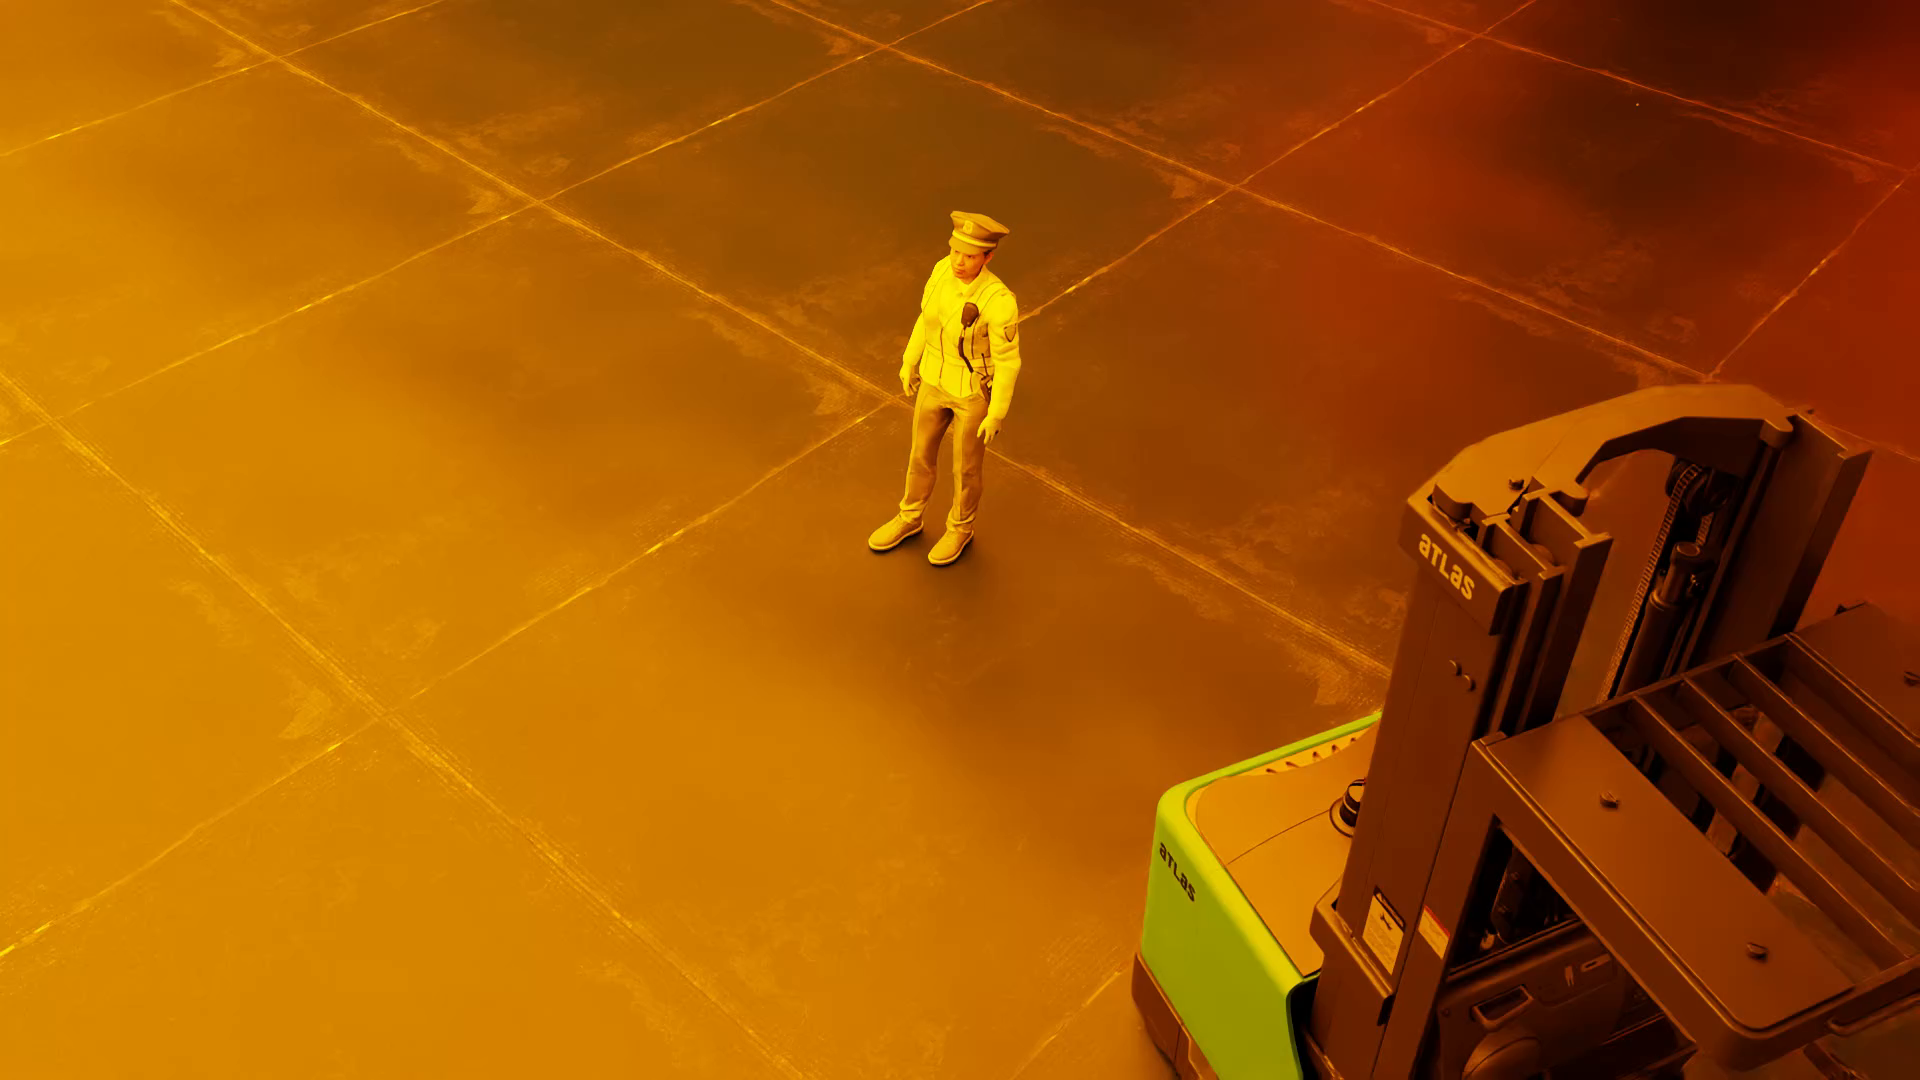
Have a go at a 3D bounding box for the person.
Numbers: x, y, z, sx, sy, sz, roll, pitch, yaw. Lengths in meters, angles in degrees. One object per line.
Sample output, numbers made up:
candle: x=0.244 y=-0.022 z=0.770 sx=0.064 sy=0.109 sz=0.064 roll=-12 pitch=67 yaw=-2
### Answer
person: x=-0.050 y=-0.619 z=7.089 sx=0.588 sy=1.696 sz=0.533 roll=31 pitch=49 yaw=31

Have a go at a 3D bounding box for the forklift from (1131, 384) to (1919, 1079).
forklift: x=1.658 y=1.226 z=3.999 sx=1.130 sy=2.935 sz=3.031 roll=-16 pitch=43 yaw=-18
